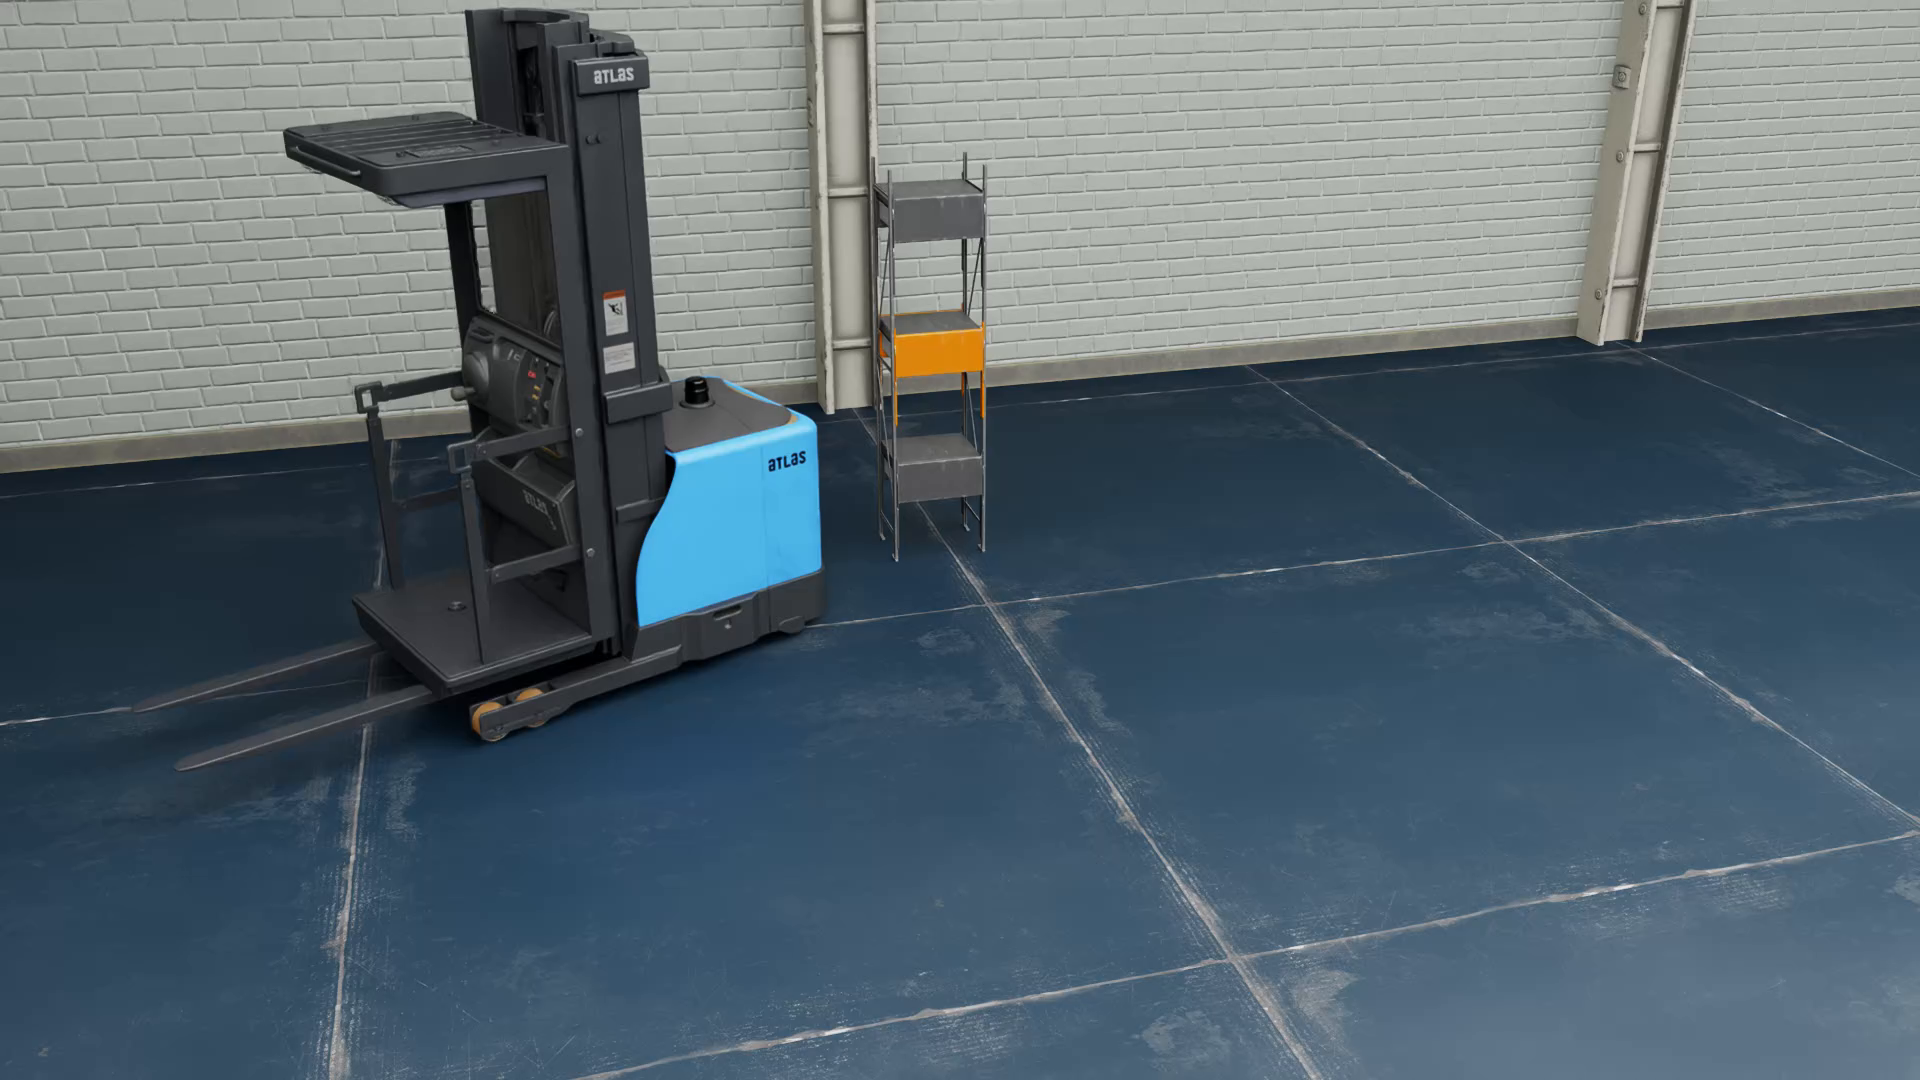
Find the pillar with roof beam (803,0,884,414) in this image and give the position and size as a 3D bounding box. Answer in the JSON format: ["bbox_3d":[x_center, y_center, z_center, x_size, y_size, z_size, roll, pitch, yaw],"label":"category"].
[{"bbox_3d":[0.410,-3.429,5.829,0.400,9.000,9.100,-6,24,-14],"label":"pillar with roof beam"}]

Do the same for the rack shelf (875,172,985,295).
[{"bbox_3d":[-0.159,-1.578,8.524,0.480,0.518,0.431,-6,24,-14],"label":"rack shelf"}]

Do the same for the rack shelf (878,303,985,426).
[{"bbox_3d":[-0.159,-0.935,8.800,0.480,0.518,0.431,-6,24,-14],"label":"rack shelf"}]

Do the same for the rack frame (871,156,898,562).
[{"bbox_3d":[-0.394,-0.921,8.734,0.015,2.100,0.400,-6,24,-14],"label":"rack frame"}]

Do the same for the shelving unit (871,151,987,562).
[{"bbox_3d":[-0.159,-0.947,8.795,0.503,2.100,0.431,-6,24,-14],"label":"shelving unit"}]

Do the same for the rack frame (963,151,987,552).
[{"bbox_3d":[0.076,-0.973,8.855,0.015,2.100,0.400,-6,24,-14],"label":"rack frame"}]

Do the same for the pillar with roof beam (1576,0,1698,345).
[{"bbox_3d":[6.187,-4.068,7.318,0.400,9.000,9.100,-6,24,-14],"label":"pillar with roof beam"}]

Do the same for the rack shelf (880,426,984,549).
[{"bbox_3d":[-0.159,-0.291,9.076,0.480,0.518,0.431,-6,24,-14],"label":"rack shelf"}]

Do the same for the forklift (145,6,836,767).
[{"bbox_3d":[-2.080,-0.723,7.217,3.031,2.935,1.130,-18,29,-35],"label":"forklift"}]
